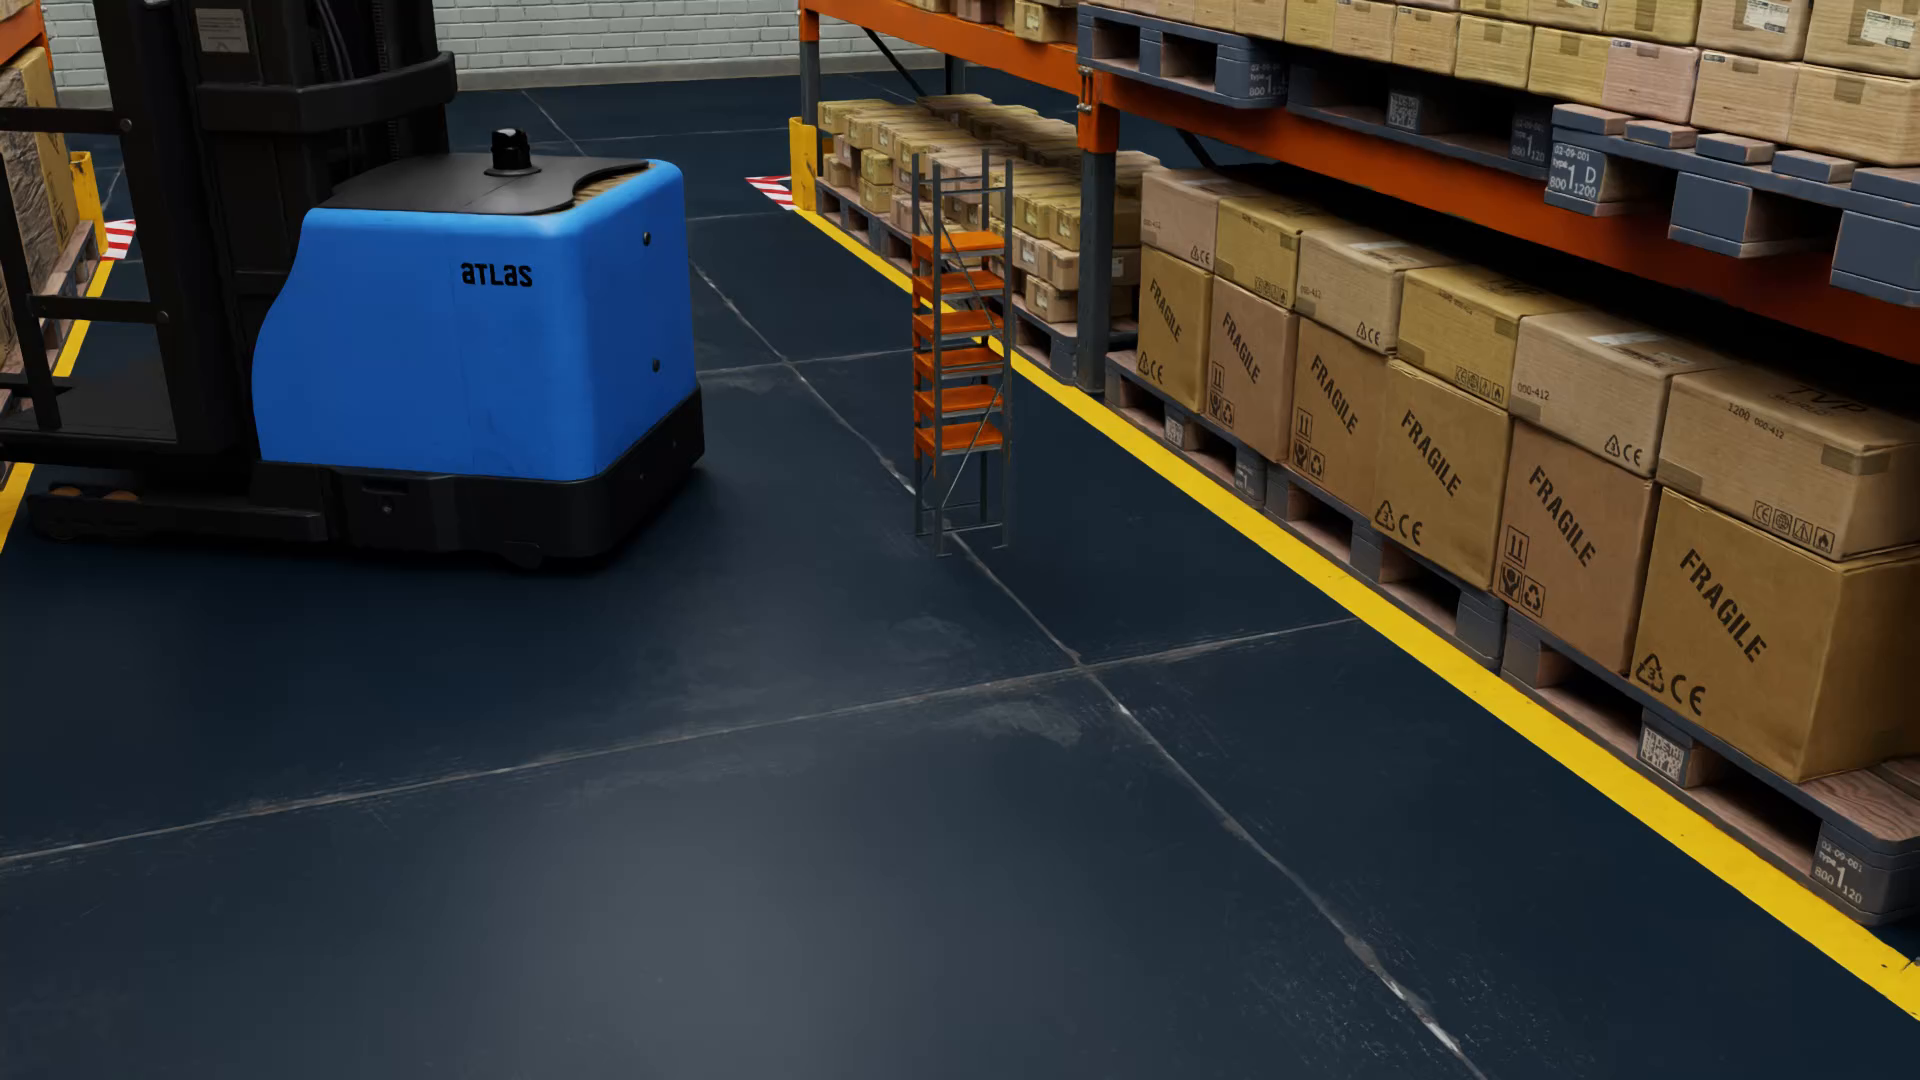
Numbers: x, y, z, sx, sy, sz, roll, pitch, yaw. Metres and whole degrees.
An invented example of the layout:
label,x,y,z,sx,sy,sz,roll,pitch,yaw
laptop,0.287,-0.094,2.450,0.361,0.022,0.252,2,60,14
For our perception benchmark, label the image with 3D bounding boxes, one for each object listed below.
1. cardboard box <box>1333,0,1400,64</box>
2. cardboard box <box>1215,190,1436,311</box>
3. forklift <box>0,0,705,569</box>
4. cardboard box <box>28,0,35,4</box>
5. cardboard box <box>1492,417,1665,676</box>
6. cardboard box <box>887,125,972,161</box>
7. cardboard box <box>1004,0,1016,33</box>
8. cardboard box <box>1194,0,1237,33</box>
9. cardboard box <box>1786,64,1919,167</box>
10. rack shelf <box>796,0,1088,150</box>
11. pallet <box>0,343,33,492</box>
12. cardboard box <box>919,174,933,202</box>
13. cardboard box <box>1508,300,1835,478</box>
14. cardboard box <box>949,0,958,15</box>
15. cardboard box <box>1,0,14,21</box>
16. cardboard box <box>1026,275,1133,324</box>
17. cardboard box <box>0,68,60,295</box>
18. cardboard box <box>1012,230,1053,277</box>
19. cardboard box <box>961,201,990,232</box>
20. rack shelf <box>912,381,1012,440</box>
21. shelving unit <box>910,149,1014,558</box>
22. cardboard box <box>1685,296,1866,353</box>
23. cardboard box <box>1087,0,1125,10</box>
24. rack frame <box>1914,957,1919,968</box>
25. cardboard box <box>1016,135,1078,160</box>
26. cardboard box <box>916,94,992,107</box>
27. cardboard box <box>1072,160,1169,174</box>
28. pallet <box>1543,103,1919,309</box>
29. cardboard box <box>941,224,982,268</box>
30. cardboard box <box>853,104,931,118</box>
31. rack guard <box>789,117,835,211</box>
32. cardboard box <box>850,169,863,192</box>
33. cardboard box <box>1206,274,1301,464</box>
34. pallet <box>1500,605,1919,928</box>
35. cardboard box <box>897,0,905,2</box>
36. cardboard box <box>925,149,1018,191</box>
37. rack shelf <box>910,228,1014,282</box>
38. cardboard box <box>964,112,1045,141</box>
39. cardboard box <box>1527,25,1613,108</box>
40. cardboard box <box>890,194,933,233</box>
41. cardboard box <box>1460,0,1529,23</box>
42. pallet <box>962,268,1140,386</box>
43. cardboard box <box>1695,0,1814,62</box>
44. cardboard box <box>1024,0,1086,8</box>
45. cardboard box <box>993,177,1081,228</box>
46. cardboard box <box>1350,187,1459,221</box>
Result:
label,x,y,z,sx,sy,sz,roll,pitch,yaw
cardboard box,1.215,-1.353,4.380,0.380,0.149,0.250,-10,25,-21
cardboard box,1.158,-0.936,5.321,0.500,0.250,0.500,-8,24,-18
forklift,-2.457,-1.532,5.112,3.031,2.935,1.130,4,23,10
cardboard box,-4.701,-2.656,8.014,0.380,0.149,0.250,-8,24,-18
cardboard box,1.710,-0.028,4.131,0.500,0.500,0.500,-7,24,-17
cardboard box,-0.158,-2.044,8.601,0.380,0.149,0.250,-7,24,-17
cardboard box,0.403,-2.187,6.900,0.380,0.149,0.250,-7,24,-17
cardboard box,0.939,-1.636,5.052,0.380,0.149,0.250,-8,24,-18
cardboard box,1.763,-0.787,3.039,0.380,0.149,0.250,-8,24,-18
rack shelf,0.248,-2.442,8.108,1.077,0.370,4.000,-8,24,-19
pallet,-3.917,-0.405,5.939,1.003,0.211,1.213,-8,24,-19
cardboard box,0.005,-1.823,8.460,0.380,0.149,0.250,-7,24,-16
cardboard box,1.692,-0.375,3.990,0.500,0.250,0.500,-8,24,-18
cardboard box,0.171,-2.478,7.591,0.380,0.149,0.250,-9,24,-20
cardboard box,-4.432,-2.380,7.357,0.380,0.149,0.250,-8,24,-18
cardboard box,0.497,-1.022,6.944,0.380,0.149,0.250,-8,24,-18
cardboard box,-4.512,-1.519,7.186,0.875,0.875,0.875,-8,24,-19
cardboard box,0.438,-1.231,7.056,0.380,0.149,0.250,-10,25,-22
cardboard box,0.222,-1.521,7.743,0.380,0.149,0.250,-8,24,-18
rack shelf,0.005,-0.396,5.068,0.258,0.103,0.180,-8,24,-19
shelving unit,0.005,-0.548,5.004,0.258,1.200,0.189,-8,24,-19
cardboard box,2.171,-0.449,4.165,0.500,0.250,0.500,-9,24,-20
cardboard box,0.663,-1.918,5.722,0.380,0.149,0.250,-10,25,-22
rack frame,2.367,-0.593,2.796,1.000,3.000,0.127,-8,24,-19
cardboard box,0.498,-1.926,8.321,0.380,0.149,0.250,-8,24,-19
cardboard box,-0.035,-2.497,9.675,0.380,0.149,0.250,-8,24,-18
cardboard box,0.735,-1.639,7.641,0.380,0.149,0.250,-9,24,-20
pallet,2.016,-0.749,3.413,1.213,0.211,1.003,-8,24,-19
cardboard box,0.131,-1.398,7.836,0.380,0.149,0.250,-8,24,-19
cardboard box,-0.382,-2.334,9.288,0.380,0.149,0.250,-8,24,-18
rack guard,-0.432,-2.321,10.113,1.175,0.500,0.348,-8,24,-19
cardboard box,-0.404,-2.062,9.410,0.380,0.149,0.250,-8,24,-19
cardboard box,1.155,-0.592,5.469,0.500,0.500,0.500,-7,24,-17
pallet,2.092,0.407,4.012,1.003,0.211,1.213,-8,24,-19
cardboard box,-0.124,-2.759,8.258,0.380,0.149,0.250,-9,24,-20
cardboard box,0.055,-1.758,7.923,0.380,0.149,0.250,-9,25,-21
rack shelf,0.005,-0.838,4.882,0.258,0.103,0.180,-8,24,-19
cardboard box,0.243,-2.218,9.014,0.380,0.149,0.250,-9,25,-21
cardboard box,1.501,-1.062,3.691,0.380,0.149,0.250,-9,24,-20
cardboard box,-0.137,-1.683,8.510,0.380,0.149,0.250,-10,25,-22
cardboard box,1.402,-1.299,3.870,0.380,0.149,0.250,-9,24,-19
pallet,0.684,-1.001,7.353,1.003,0.211,1.213,-8,24,-19
cardboard box,1.671,-1.022,3.213,0.380,0.149,0.250,-7,24,-17
cardboard box,0.519,-2.367,6.492,0.500,0.500,0.500,-8,24,-19
cardboard box,0.363,-1.471,7.243,0.380,0.149,0.250,-9,24,-19
cardboard box,1.623,-1.010,5.495,0.500,0.250,0.500,-7,24,-16
